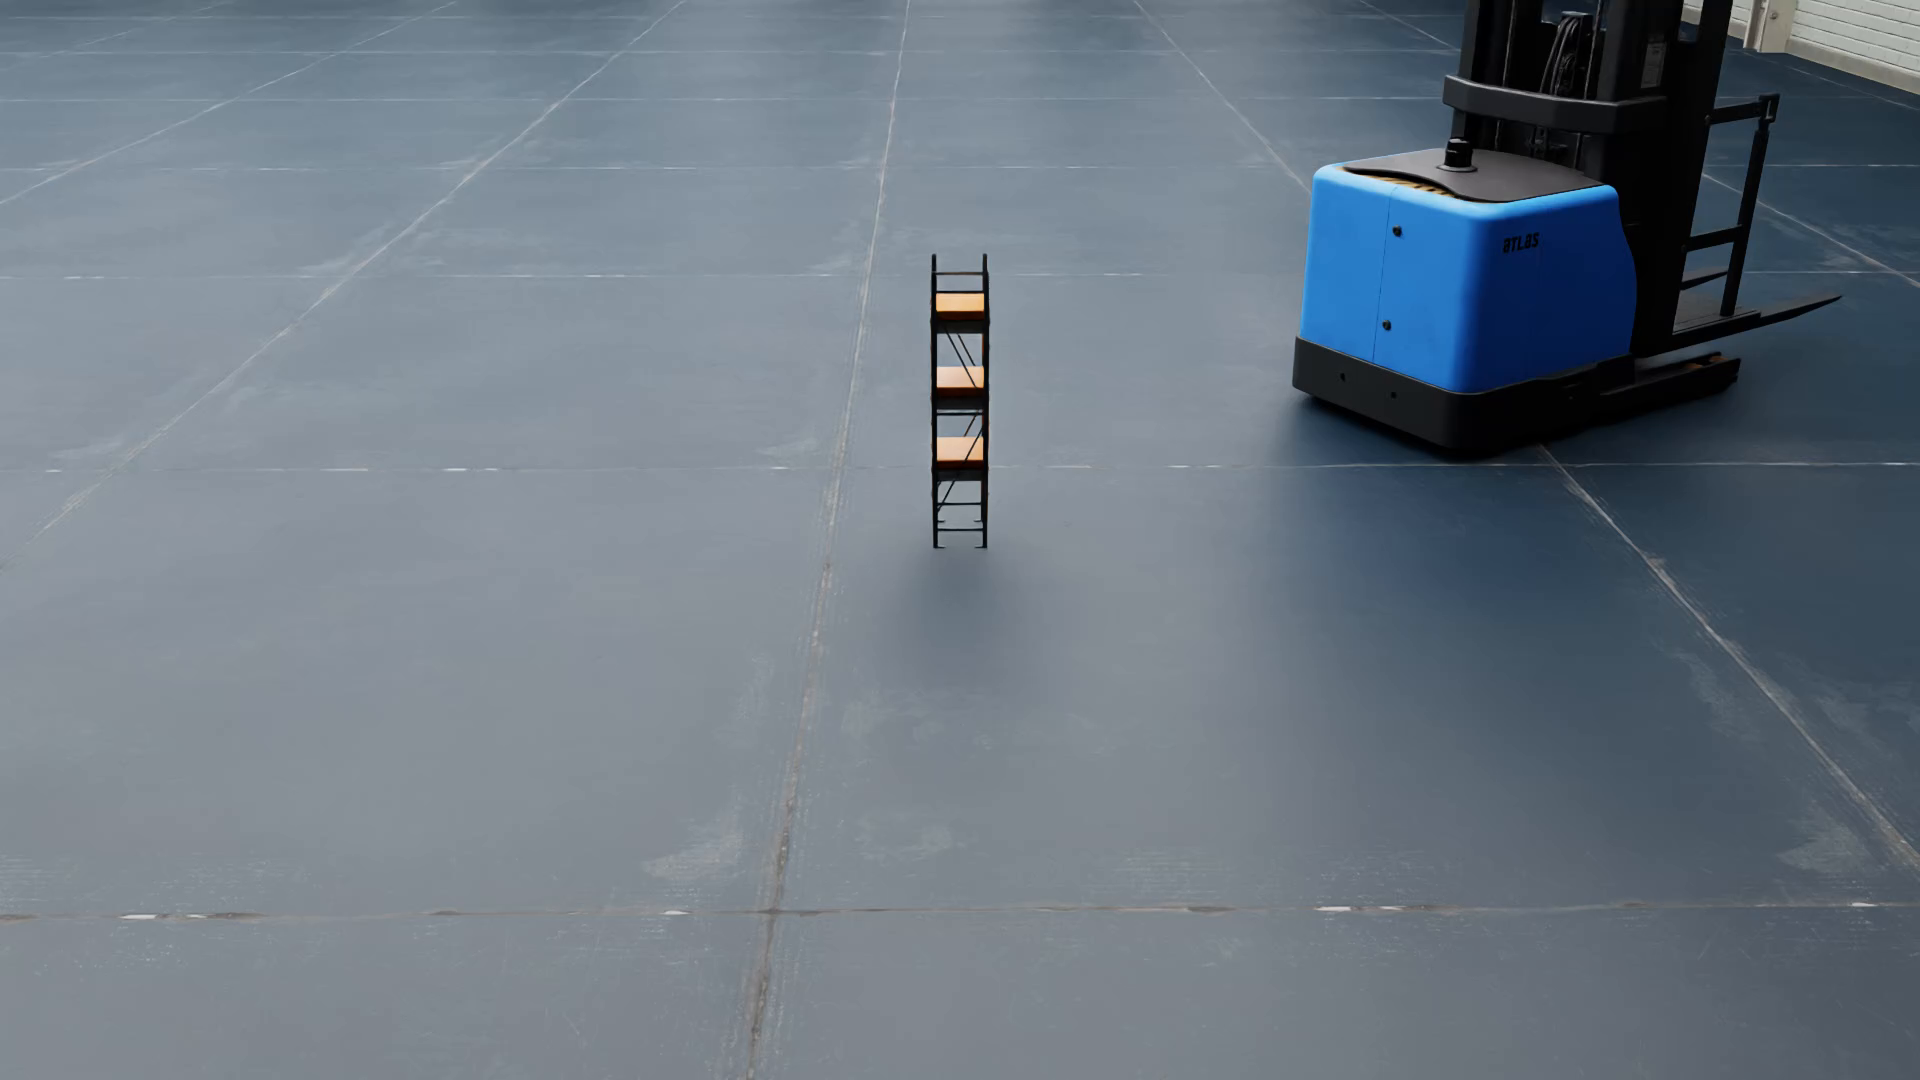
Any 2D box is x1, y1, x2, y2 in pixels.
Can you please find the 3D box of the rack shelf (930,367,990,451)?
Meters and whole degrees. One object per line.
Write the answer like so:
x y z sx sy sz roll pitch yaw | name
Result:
-0.001 -0.491 6.087 0.215 0.259 0.240 0 24 -1 | rack shelf

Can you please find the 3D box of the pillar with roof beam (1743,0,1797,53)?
4.380 -9.368 16.044 9.100 9.000 0.400 0 24 -1 | pillar with roof beam

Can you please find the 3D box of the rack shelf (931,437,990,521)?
-0.001 -0.238 6.201 0.215 0.259 0.240 0 24 -1 | rack shelf

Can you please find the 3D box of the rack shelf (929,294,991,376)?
-0.001 -0.749 5.970 0.215 0.259 0.240 0 24 -1 | rack shelf

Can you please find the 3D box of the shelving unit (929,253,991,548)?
-0.001 -0.500 6.082 0.215 1.050 0.252 0 24 -1 | shelving unit

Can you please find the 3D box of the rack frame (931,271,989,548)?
0.001 -0.450 5.971 0.200 1.050 0.008 0 24 -1 | rack frame

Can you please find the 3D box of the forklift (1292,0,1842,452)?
3.041 -2.153 7.453 3.031 2.935 1.130 -15 28 -30 | forklift

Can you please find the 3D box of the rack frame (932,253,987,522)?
-0.002 -0.551 6.194 0.200 1.050 0.008 0 24 -1 | rack frame
